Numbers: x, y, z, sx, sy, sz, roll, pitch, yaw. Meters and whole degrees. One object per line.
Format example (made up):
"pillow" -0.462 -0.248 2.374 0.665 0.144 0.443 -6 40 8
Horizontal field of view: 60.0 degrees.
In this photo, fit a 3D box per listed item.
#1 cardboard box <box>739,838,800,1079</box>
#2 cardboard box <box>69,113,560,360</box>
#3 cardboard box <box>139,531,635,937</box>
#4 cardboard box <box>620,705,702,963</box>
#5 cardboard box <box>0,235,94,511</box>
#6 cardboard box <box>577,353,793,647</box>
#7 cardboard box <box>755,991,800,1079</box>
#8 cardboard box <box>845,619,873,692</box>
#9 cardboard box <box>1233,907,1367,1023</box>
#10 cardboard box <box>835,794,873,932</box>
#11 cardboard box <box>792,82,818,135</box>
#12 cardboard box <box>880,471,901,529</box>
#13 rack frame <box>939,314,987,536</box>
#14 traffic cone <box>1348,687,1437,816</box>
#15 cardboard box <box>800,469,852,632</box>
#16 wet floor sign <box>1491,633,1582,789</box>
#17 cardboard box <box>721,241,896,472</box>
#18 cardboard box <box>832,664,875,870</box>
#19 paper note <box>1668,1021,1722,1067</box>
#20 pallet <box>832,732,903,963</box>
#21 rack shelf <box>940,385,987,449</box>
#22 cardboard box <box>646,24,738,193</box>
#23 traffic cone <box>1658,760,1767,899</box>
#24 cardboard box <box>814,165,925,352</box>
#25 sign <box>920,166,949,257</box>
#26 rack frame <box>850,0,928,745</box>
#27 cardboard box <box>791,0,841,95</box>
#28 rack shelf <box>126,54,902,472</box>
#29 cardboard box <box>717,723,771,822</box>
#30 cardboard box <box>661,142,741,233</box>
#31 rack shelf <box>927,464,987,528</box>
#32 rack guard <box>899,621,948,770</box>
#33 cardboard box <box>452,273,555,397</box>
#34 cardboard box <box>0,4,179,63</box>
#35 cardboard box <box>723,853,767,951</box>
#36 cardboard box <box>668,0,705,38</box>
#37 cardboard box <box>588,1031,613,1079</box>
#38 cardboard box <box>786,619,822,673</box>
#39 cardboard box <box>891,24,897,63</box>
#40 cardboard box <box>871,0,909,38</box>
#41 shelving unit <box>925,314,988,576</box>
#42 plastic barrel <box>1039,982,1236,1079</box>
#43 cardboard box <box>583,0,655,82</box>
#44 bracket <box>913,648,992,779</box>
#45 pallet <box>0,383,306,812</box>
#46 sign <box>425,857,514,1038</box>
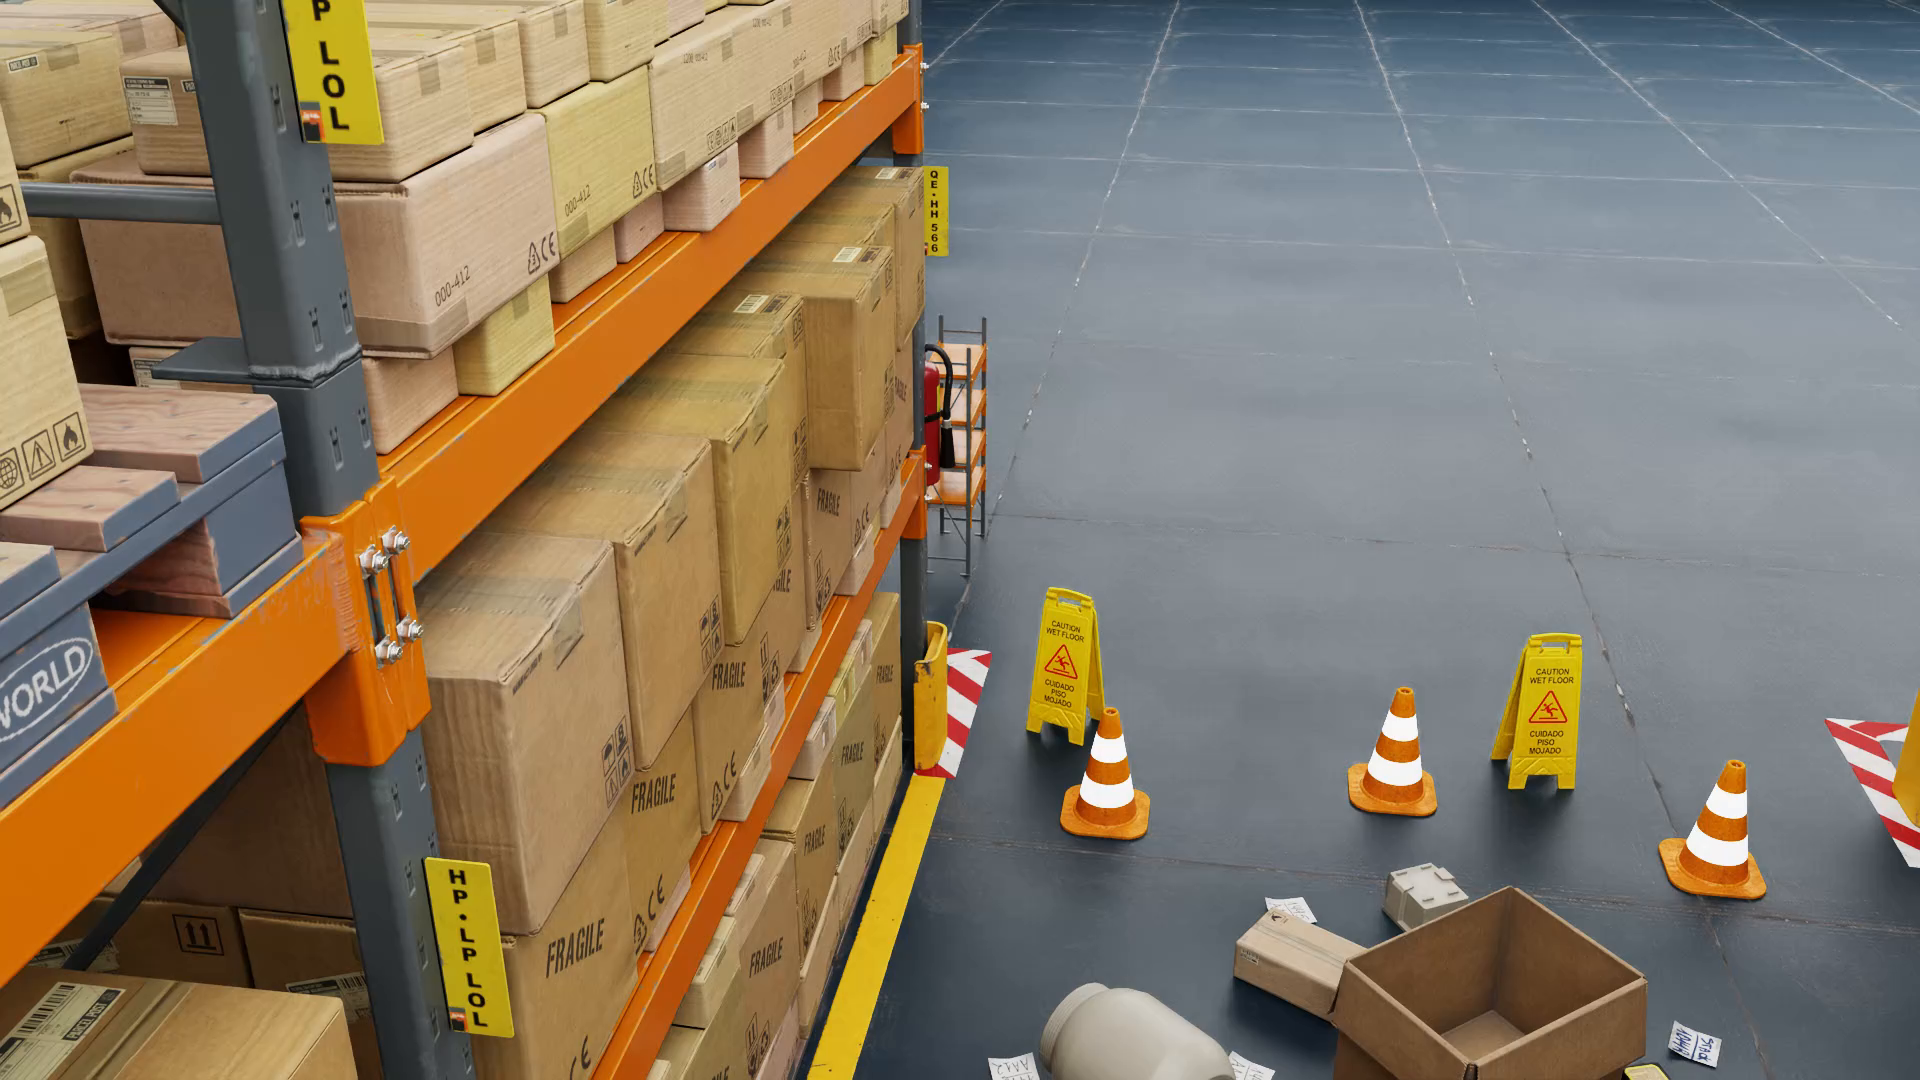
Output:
"cardboard box" -0.765 1.154 4.609 0.500 0.500 0.500 5 26 11
"cardboard box" -0.948 -0.482 2.529 0.500 0.250 0.500 3 25 7
"cardboard box" -1.004 0.307 2.909 0.700 0.500 0.500 4 25 8
"cardboard box" -0.884 0.552 3.563 0.500 0.500 0.500 4 25 8
"cardboard box" -1.242 -0.118 1.607 0.500 0.250 0.500 4 25 7
"cardboard box" -0.790 -0.114 3.806 0.700 0.500 0.500 3 25 7
"cardboard box" -0.767 1.489 4.778 0.500 0.250 0.500 4 25 8
"cardboard box" -0.503 0.368 5.523 0.380 0.149 0.250 5 26 10
"cardboard box" 1.143 1.414 5.553 0.380 0.149 0.250 19 31 35
"cardboard box" -0.595 1.063 5.688 0.500 0.250 0.500 4 25 9
"cardboard box" -0.605 -1.217 4.569 0.380 0.149 0.250 4 25 8
"cardboard box" -0.418 -0.166 5.863 0.380 0.149 0.250 4 25 8
"rack frame" 0.013 -0.576 8.566 0.240 1.200 0.015 4 25 9
"traffic cone" 1.717 0.788 6.520 0.336 0.463 0.334 4 25 9
"cardboard box" -0.624 -0.080 4.915 0.500 0.500 0.500 4 25 8
"wet floor sign" 2.315 0.653 6.594 0.267 0.644 0.232 0 25 -1
"cardboard box" -0.576 -0.537 4.711 0.700 0.500 0.500 4 25 8
"cardboard box" -0.592 0.723 5.532 0.500 0.500 0.500 5 26 10
"paper note" 2.340 1.602 5.293 0.144 0.017 0.142 13 28 26
"pallet" -0.816 1.067 6.220 1.003 0.211 1.213 4 25 9
"rack shelf" -0.027 -0.616 8.281 0.258 0.148 0.480 4 25 9
"cardboard box" -0.778 -0.907 3.437 0.500 0.250 0.500 4 25 9
"traffic cone" 2.776 1.009 6.049 0.336 0.463 0.334 4 25 9
"cardboard box" -0.504 -0.969 5.633 0.700 0.500 0.500 3 25 7
"sign" -3.740 -0.998 2.291 6.174 3.135 7.992 4 25 9
"rack frame" -0.636 -0.565 6.418 1.000 3.000 0.127 4 25 9
"cardboard box" -0.617 -1.330 4.340 0.500 0.250 0.500 5 25 10
"rack shelf" -0.963 -0.849 4.106 0.919 0.124 3.809 4 25 9
"cardboard box" -0.703 0.578 4.273 0.380 0.149 0.250 4 25 9
"cardboard box" -0.699 -0.783 3.642 0.380 0.149 0.250 4 25 7
"rack shelf" -0.027 -0.233 8.460 0.258 0.148 0.480 4 25 9
"rack guard" -0.648 0.599 6.880 1.175 0.500 0.348 4 25 9
"cardboard box" -0.896 -0.355 2.729 0.380 0.149 0.250 4 25 9
"cardboard box" -1.486 -0.759 2.651 0.380 0.149 0.250 3 25 7
"cardboard box" -0.724 0.926 4.332 0.380 0.149 0.250 5 26 12
"cardboard box" -0.757 -1.155 3.497 0.380 0.149 0.250 4 25 8
"cardboard box" -0.932 1.003 3.364 0.380 0.149 0.250 5 26 10
"cardboard box" -0.626 0.260 4.952 0.380 0.149 0.250 4 25 8
"cardboard box" -0.418 -1.641 5.475 0.380 0.149 0.250 4 25 9
"cardboard box" -0.454 -1.757 5.254 0.500 0.250 0.500 4 25 8
"shelving unit" -0.027 -0.474 8.348 0.258 1.200 0.503 4 25 9
"plastic barrel" 0.520 1.571 4.894 0.421 0.421 0.512 -20 32 -36
"cardboard box" -0.781 -0.935 3.027 0.380 0.149 0.250 4 25 8
"bracket" -0.604 0.689 7.278 1.378 0.001 1.079 4 25 9
"pallet" -1.496 0.086 1.712 1.213 0.211 1.003 4 25 9
"sign" -0.741 0.621 2.519 0.100 0.325 0.005 4 25 9
